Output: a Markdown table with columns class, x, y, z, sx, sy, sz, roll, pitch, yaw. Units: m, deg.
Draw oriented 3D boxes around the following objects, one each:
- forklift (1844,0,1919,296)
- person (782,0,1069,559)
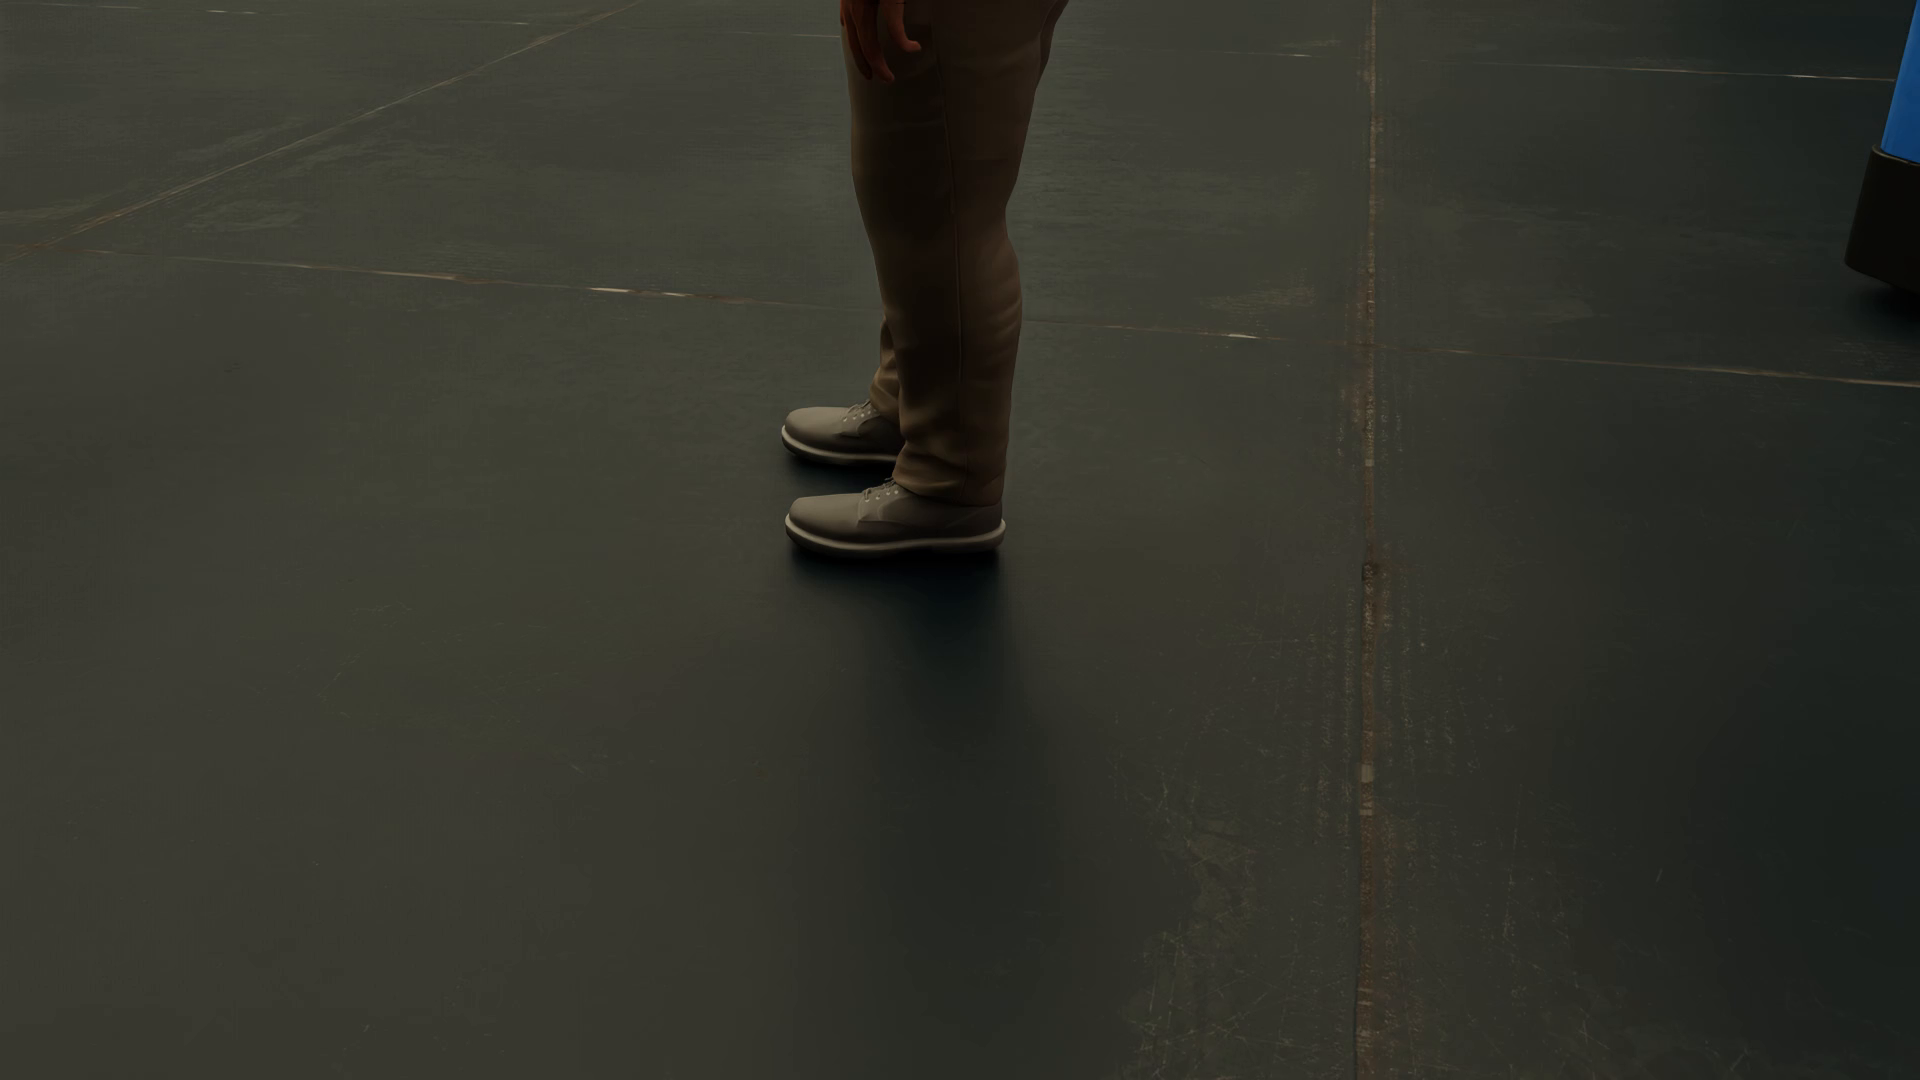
| class | x | y | z | sx | sy | sz | roll | pitch | yaw |
| --- | --- | --- | --- | --- | --- | --- | --- | --- | --- |
| forklift | 3.428 | -1.816 | 2.846 | 3.031 | 2.935 | 1.130 | -8 | 28 | -15 |
| person | -0.085 | -0.793 | 2.134 | 0.550 | 1.727 | 0.641 | 6 | 27 | 11 |
